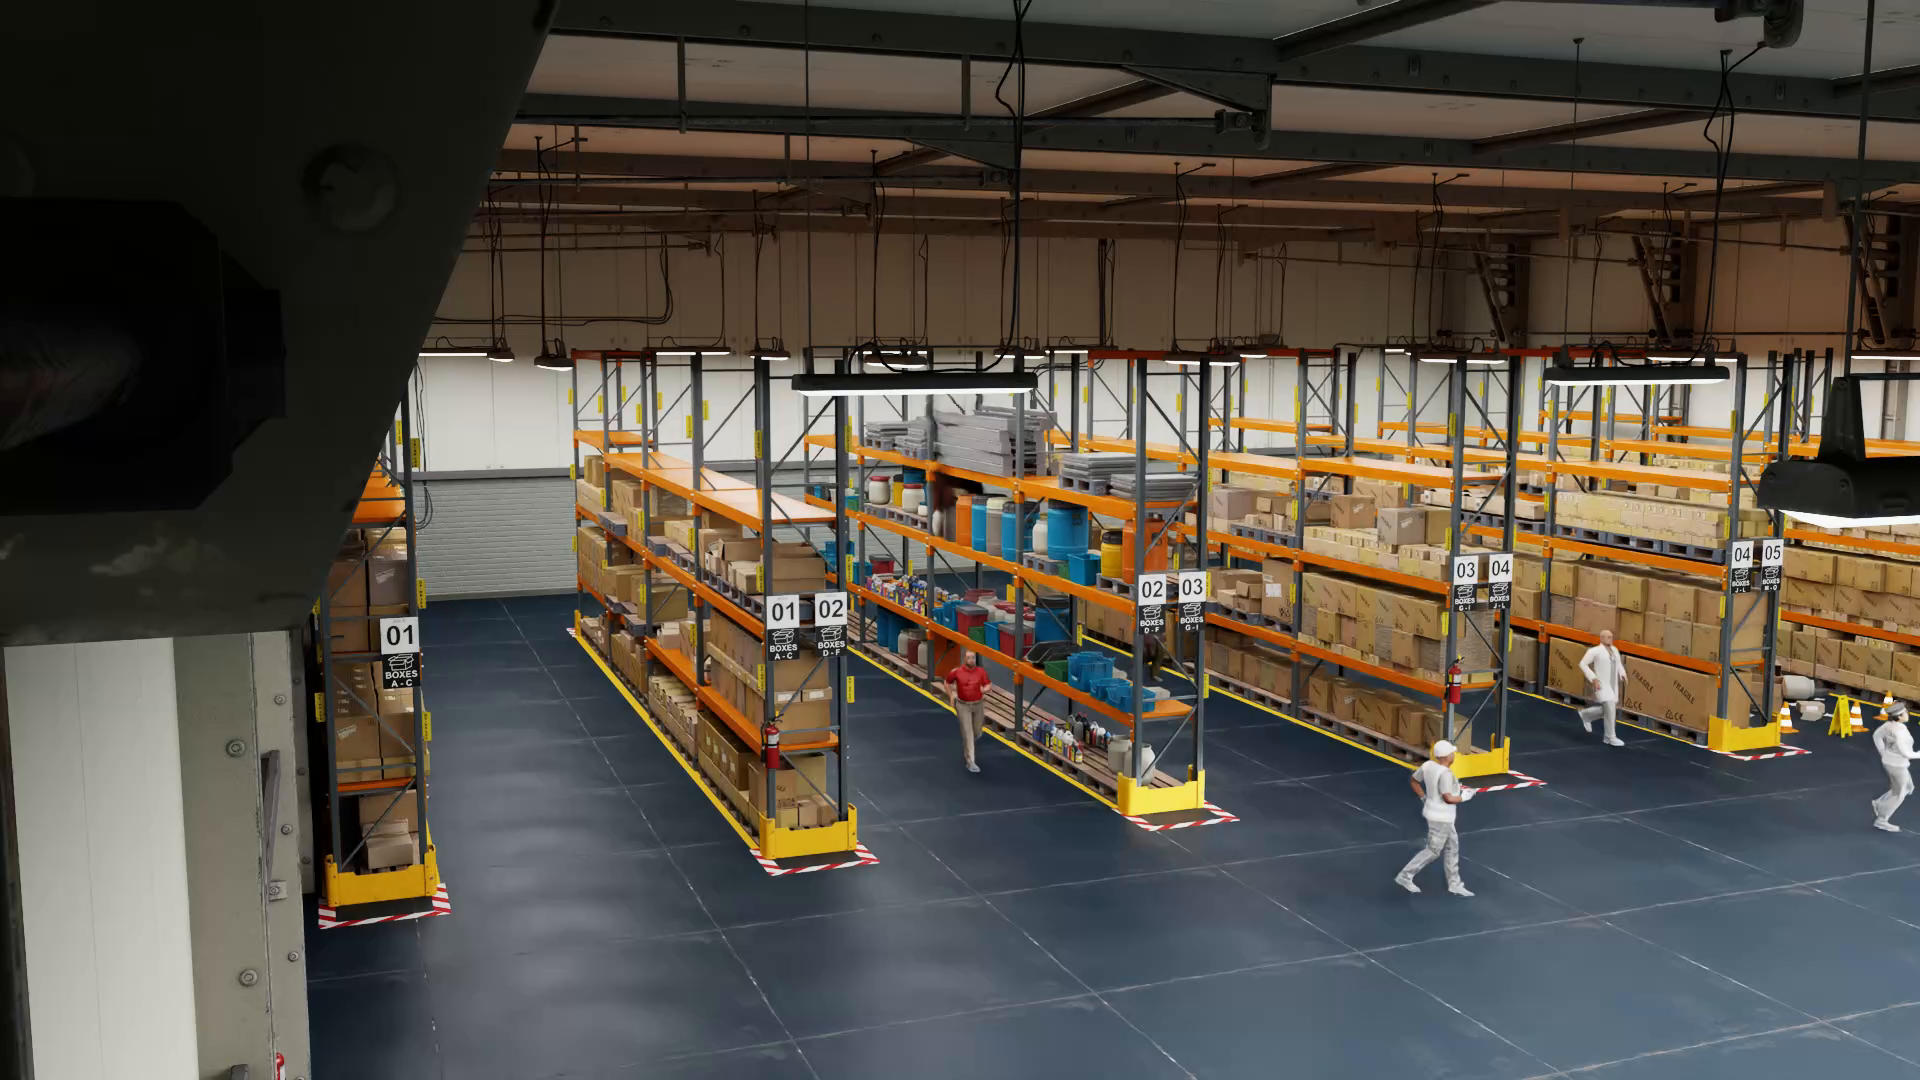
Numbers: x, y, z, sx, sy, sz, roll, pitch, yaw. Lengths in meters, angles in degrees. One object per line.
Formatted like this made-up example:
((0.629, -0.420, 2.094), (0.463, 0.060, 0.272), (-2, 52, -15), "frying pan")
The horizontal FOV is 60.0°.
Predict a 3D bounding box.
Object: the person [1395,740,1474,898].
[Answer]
((5.345, 3.139, 18.581), (0.909, 1.812, 0.657), (0, 7, 2), "person")

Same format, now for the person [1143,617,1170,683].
((3.335, 1.583, 28.915), (0.709, 1.755, 0.687), (-5, 9, -34), "person")

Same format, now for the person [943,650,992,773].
((0.139, 2.450, 24.261), (0.668, 1.702, 0.983), (-2, 8, -19), "person")

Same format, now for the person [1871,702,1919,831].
((12.005, 2.880, 21.222), (0.558, 1.676, 0.626), (2, 7, 14), "person")

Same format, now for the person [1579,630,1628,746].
((9.954, 2.256, 25.777), (0.743, 1.751, 0.934), (-4, 8, -28), "person")
